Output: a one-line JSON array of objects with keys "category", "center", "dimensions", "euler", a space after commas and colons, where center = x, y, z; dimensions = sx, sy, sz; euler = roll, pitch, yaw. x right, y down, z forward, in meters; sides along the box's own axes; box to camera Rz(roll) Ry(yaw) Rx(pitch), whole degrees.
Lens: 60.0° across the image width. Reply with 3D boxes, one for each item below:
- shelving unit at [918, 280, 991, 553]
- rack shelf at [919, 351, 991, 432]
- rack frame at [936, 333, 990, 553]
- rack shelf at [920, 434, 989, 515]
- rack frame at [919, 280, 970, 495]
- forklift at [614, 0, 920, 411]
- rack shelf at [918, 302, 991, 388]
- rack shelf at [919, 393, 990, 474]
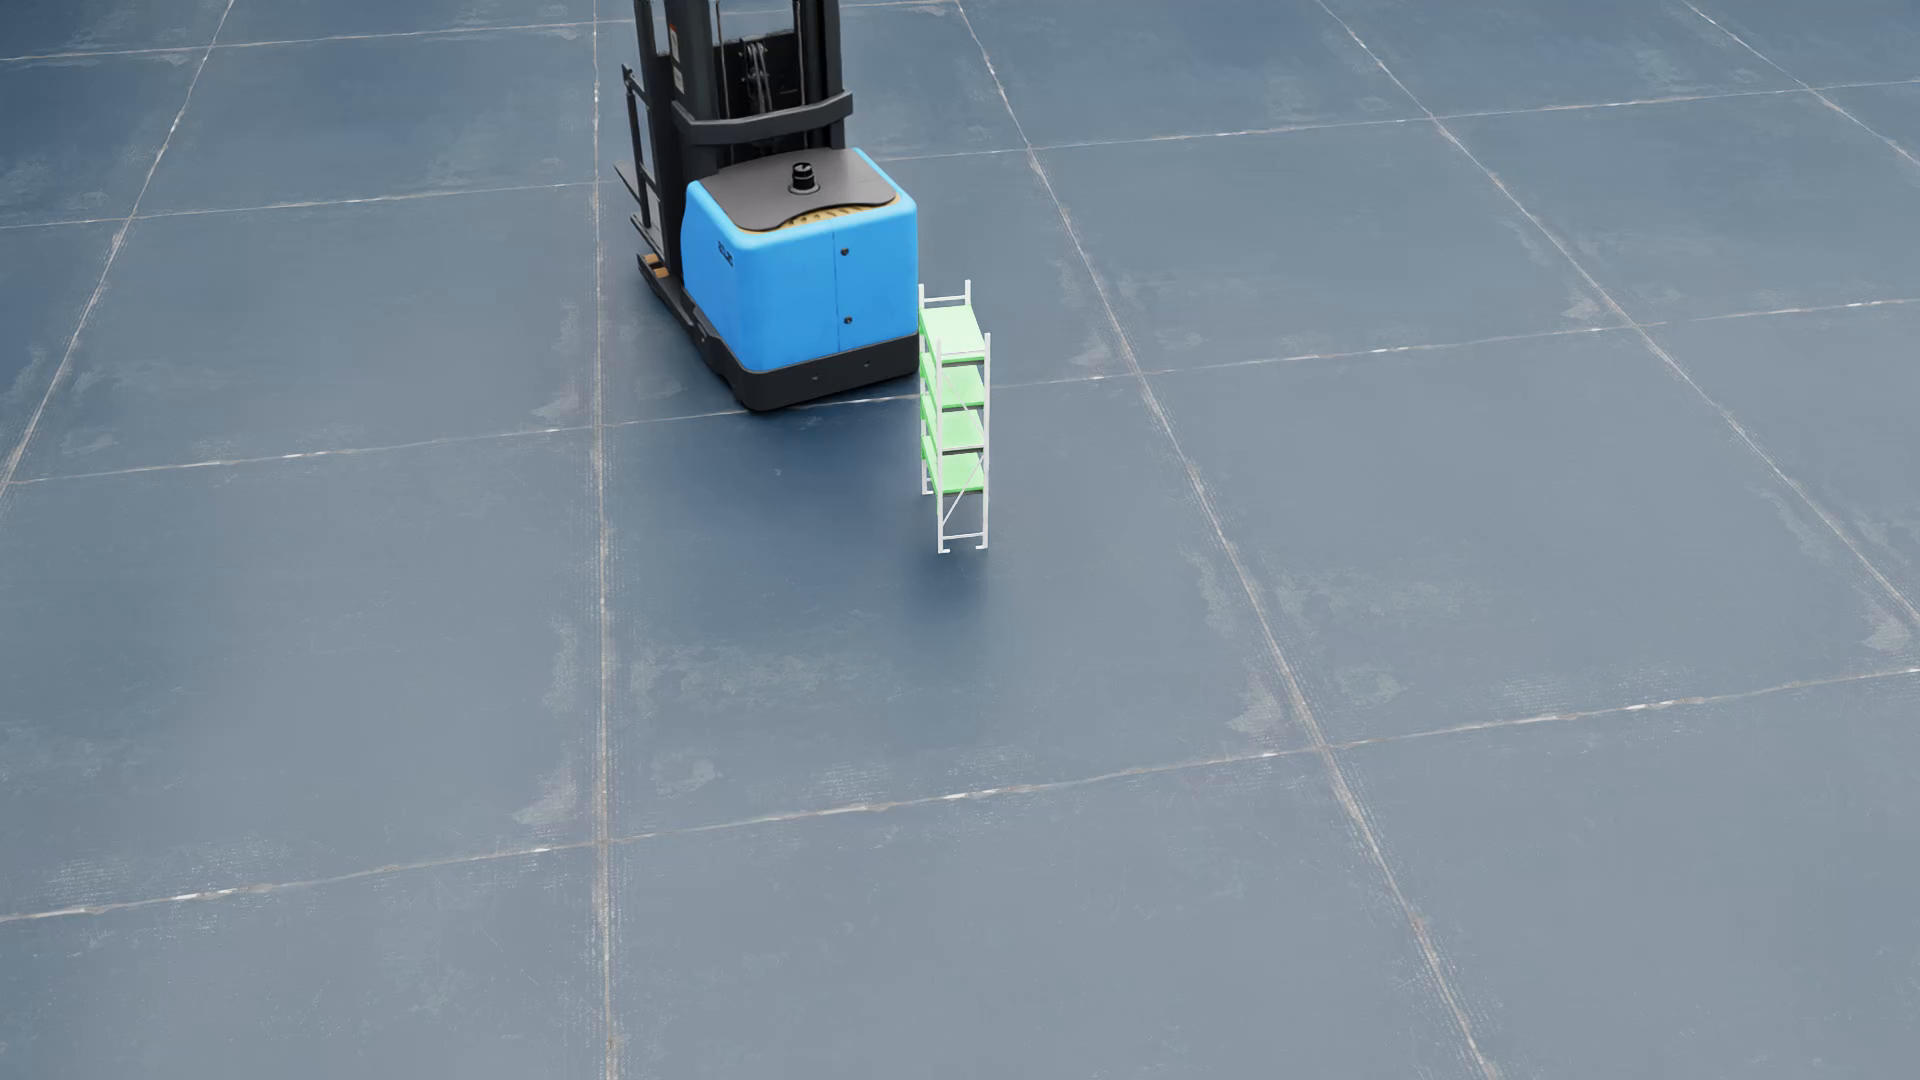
[{"category": "shelving unit", "center": [-0.029, -0.574, 7.911], "dimensions": [0.258, 1.200, 0.503], "euler": [-6, 38, -8]}, {"category": "rack shelf", "center": [-0.029, -0.713, 7.802], "dimensions": [0.258, 0.148, 0.480], "euler": [-6, 38, -8]}, {"category": "rack frame", "center": [0.014, -0.426, 7.721], "dimensions": [0.240, 1.200, 0.015], "euler": [-6, 38, -8]}, {"category": "rack shelf", "center": [-0.029, -0.334, 8.097], "dimensions": [0.258, 0.148, 0.480], "euler": [-6, 38, -8]}, {"category": "rack frame", "center": [-0.072, -0.721, 8.100], "dimensions": [0.240, 1.200, 0.015], "euler": [-6, 38, -8]}, {"category": "forklift", "center": [-1.317, -2.746, 9.296], "dimensions": [1.130, 2.935, 3.031], "euler": [-17, 41, -21]}, {"category": "rack shelf", "center": [-0.029, -0.902, 7.655], "dimensions": [0.258, 0.148, 0.480], "euler": [-6, 38, -8]}, {"category": "rack shelf", "center": [-0.029, -0.523, 7.950], "dimensions": [0.258, 0.148, 0.480], "euler": [-6, 38, -8]}]
